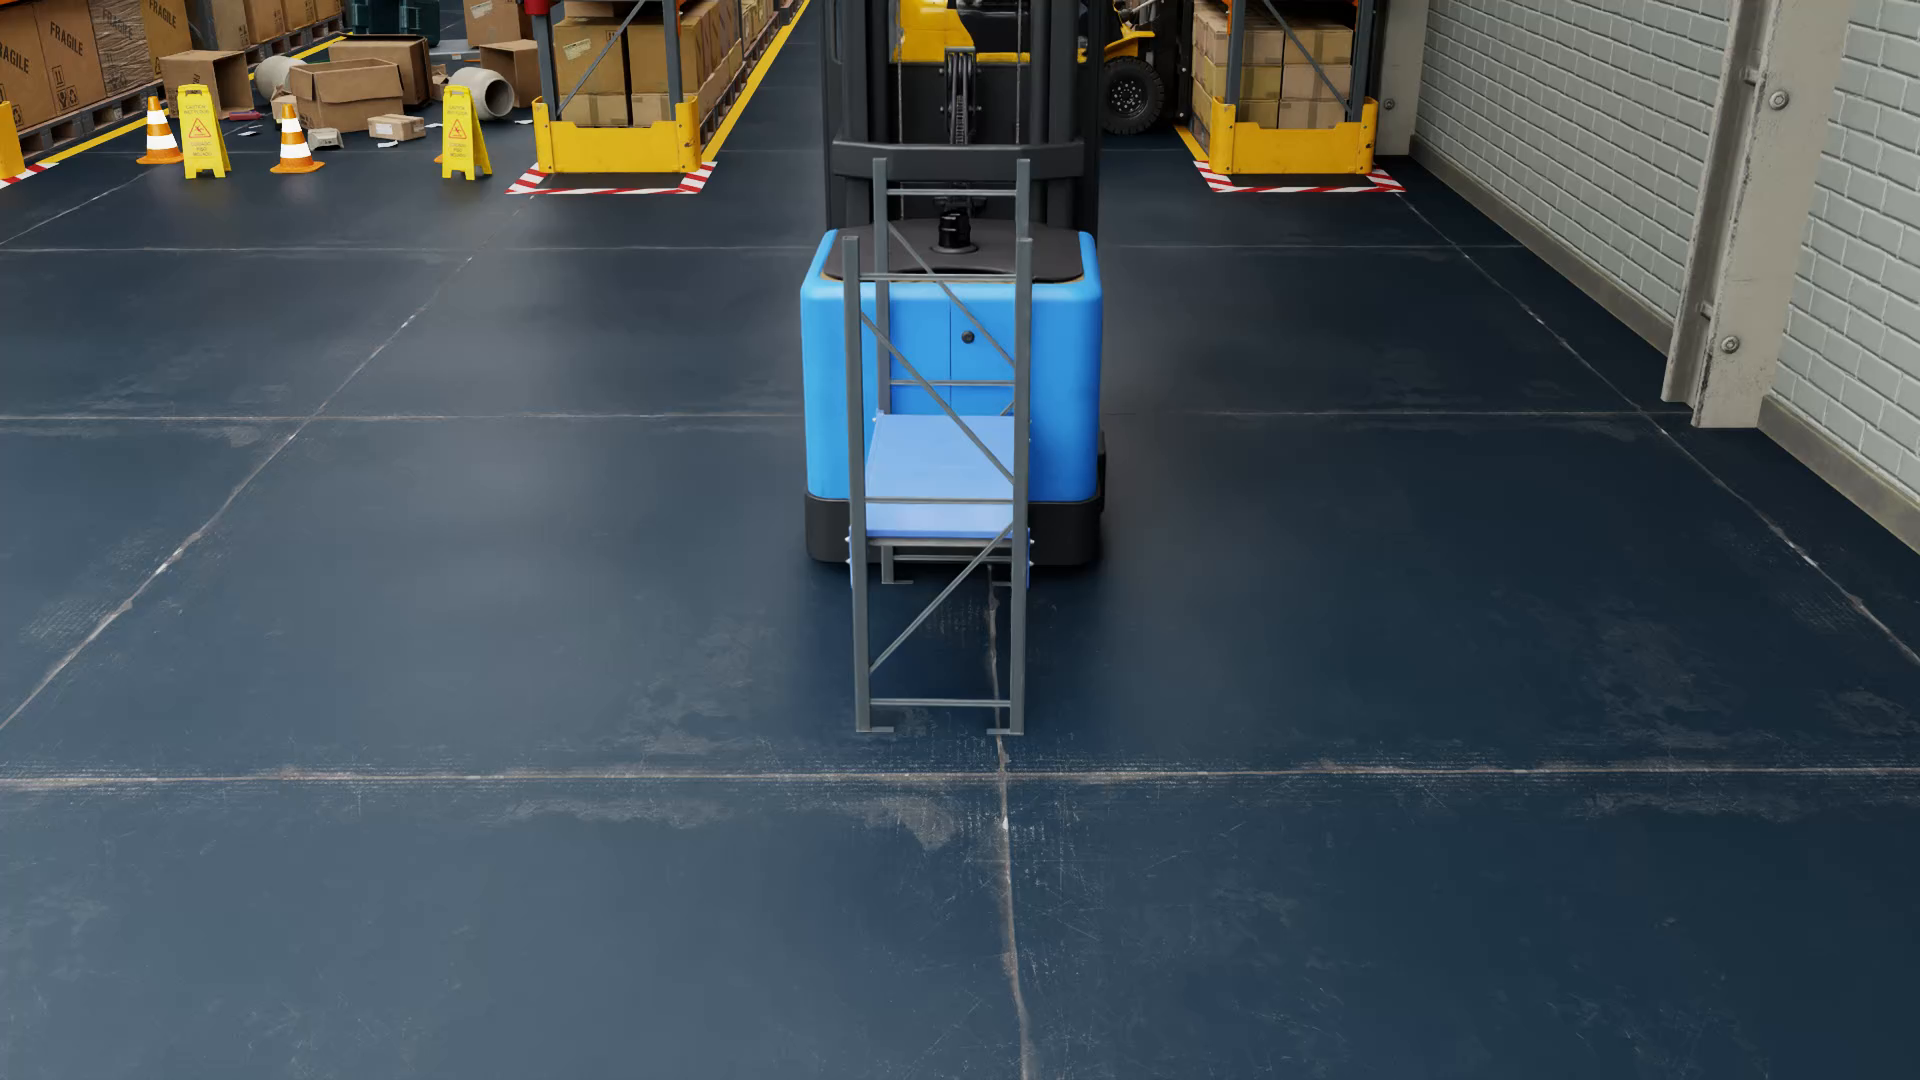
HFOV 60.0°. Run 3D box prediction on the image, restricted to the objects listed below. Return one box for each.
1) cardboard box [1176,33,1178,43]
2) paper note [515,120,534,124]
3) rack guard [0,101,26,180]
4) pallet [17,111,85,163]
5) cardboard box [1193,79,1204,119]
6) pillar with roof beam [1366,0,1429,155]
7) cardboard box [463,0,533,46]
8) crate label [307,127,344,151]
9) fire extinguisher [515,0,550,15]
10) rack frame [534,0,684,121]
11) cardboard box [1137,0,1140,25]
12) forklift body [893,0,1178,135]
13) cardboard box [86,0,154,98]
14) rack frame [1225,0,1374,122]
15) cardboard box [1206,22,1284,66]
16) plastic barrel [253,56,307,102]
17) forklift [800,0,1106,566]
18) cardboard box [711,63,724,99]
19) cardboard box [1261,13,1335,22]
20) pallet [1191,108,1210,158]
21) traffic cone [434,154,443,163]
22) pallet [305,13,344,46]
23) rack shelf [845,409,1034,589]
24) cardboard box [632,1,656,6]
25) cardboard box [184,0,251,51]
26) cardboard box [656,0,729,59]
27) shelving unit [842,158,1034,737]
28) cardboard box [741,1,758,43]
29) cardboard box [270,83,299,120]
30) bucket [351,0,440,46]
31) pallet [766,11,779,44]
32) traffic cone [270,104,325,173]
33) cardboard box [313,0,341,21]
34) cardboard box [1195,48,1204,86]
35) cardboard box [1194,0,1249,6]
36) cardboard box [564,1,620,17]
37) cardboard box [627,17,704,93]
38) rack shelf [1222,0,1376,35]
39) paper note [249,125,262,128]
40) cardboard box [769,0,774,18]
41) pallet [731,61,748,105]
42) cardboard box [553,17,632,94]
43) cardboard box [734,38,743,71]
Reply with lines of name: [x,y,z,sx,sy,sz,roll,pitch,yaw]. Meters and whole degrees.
cardboard box: [2.098,-4.327,14.398,0.500,0.250,0.500,0,24,-1]
paper note: [-3.676,-3.534,14.026,0.142,0.019,0.148,-9,26,-19]
rack guard: [-7.468,-2.891,12.037,1.175,0.500,0.348,0,24,-1]
pallet: [-7.556,-3.099,12.846,1.003,0.211,1.213,0,24,-1]
cardboard box: [2.126,-3.464,13.096,0.500,0.250,0.500,0,24,-1]
pillar with roof beam: [-0.968,-7.133,11.102,9.100,9.000,0.400,0,24,-1]
cardboard box: [-4.343,-4.938,15.643,0.500,0.500,0.500,0,24,-1]
crate label: [-4.991,-3.150,13.048,0.250,0.136,0.298,-14,28,-28]
fire extinguisher: [-2.980,-4.020,11.592,0.296,0.674,0.183,0,24,-1]
rack frame: [-2.520,-4.104,11.685,1.000,3.000,0.127,0,24,-1]
cardboard box: [2.372,-5.730,17.652,0.875,0.625,0.625,-1,24,-3]
forklift body: [0.598,-4.515,13.622,2.313,2.155,1.214,0,24,-1]
cardboard box: [-7.562,-4.281,14.144,0.875,0.875,0.875,0,24,0]
rack frame: [2.443,-4.128,11.737,1.000,3.000,0.127,0,24,-1]
cardboard box: [2.126,-3.710,12.428,0.500,0.250,0.500,1,24,1]
plastic barrel: [-5.966,-4.054,14.700,0.512,0.421,0.421,19,30,35]
forklift: [0.016,-1.808,6.691,1.130,2.935,3.031,1,24,2]
cardboard box: [-2.269,-3.812,13.864,0.500,0.250,0.500,1,24,3]
cardboard box: [2.618,-3.927,12.906,0.500,0.250,0.500,0,24,0]
pallet: [2.393,-3.173,13.008,1.003,0.211,1.213,0,24,-1]
traffic cone: [-3.815,-3.120,12.586,0.336,0.463,0.334,0,24,-1]
pallet: [-7.623,-5.741,18.688,1.003,0.211,1.213,0,24,-1]
rack shelf: [-0.043,-0.152,5.202,0.538,0.185,1.000,1,24,2]
cardboard box: [-2.806,-4.354,14.154,0.500,0.500,0.500,1,24,2]
cardboard box: [-7.609,-5.110,16.129,1.050,0.750,0.750,0,24,-1]
cardboard box: [-2.275,-4.370,14.190,0.500,0.500,0.500,1,24,2]
shelving unit: [-0.043,-0.316,5.128,0.538,1.500,1.048,1,24,2]
cardboard box: [-2.583,-5.259,16.917,0.950,0.372,0.625,1,24,3]
cardboard box: [-5.652,-3.743,14.203,0.396,0.266,0.258,4,25,9]
bucket: [-5.205,-4.844,15.448,0.726,0.611,0.620,8,16,18]
pallet: [-2.600,-5.808,18.836,1.003,0.211,1.213,0,24,-1]
traffic cone: [-4.921,-2.975,12.265,0.336,0.463,0.334,0,24,-1]
cardboard box: [-7.639,-6.252,18.653,1.050,0.750,0.750,-1,24,-1]
cardboard box: [2.131,-3.700,13.012,0.500,0.250,0.500,0,24,-1]
cardboard box: [2.102,-4.338,13.814,0.500,0.250,0.500,-1,24,-2]
cardboard box: [-2.861,-4.160,12.938,0.380,0.149,0.250,0,24,1]
cardboard box: [-2.253,-3.728,12.769,0.500,0.500,0.500,-1,24,-2]
rack shelf: [2.422,-4.624,13.708,1.077,0.370,4.000,0,24,-1]
paper note: [-5.869,-3.444,13.853,0.032,0.001,0.123,13,27,27]
cardboard box: [-2.611,-6.162,18.913,0.950,0.372,0.625,-2,24,-4]
pallet: [-2.521,-4.205,15.292,1.003,0.211,1.213,0,24,-1]
cardboard box: [-2.790,-3.713,12.737,0.500,0.500,0.500,0,24,0]
cardboard box: [-2.288,-4.449,15.273,0.500,0.250,0.500,1,24,2]
